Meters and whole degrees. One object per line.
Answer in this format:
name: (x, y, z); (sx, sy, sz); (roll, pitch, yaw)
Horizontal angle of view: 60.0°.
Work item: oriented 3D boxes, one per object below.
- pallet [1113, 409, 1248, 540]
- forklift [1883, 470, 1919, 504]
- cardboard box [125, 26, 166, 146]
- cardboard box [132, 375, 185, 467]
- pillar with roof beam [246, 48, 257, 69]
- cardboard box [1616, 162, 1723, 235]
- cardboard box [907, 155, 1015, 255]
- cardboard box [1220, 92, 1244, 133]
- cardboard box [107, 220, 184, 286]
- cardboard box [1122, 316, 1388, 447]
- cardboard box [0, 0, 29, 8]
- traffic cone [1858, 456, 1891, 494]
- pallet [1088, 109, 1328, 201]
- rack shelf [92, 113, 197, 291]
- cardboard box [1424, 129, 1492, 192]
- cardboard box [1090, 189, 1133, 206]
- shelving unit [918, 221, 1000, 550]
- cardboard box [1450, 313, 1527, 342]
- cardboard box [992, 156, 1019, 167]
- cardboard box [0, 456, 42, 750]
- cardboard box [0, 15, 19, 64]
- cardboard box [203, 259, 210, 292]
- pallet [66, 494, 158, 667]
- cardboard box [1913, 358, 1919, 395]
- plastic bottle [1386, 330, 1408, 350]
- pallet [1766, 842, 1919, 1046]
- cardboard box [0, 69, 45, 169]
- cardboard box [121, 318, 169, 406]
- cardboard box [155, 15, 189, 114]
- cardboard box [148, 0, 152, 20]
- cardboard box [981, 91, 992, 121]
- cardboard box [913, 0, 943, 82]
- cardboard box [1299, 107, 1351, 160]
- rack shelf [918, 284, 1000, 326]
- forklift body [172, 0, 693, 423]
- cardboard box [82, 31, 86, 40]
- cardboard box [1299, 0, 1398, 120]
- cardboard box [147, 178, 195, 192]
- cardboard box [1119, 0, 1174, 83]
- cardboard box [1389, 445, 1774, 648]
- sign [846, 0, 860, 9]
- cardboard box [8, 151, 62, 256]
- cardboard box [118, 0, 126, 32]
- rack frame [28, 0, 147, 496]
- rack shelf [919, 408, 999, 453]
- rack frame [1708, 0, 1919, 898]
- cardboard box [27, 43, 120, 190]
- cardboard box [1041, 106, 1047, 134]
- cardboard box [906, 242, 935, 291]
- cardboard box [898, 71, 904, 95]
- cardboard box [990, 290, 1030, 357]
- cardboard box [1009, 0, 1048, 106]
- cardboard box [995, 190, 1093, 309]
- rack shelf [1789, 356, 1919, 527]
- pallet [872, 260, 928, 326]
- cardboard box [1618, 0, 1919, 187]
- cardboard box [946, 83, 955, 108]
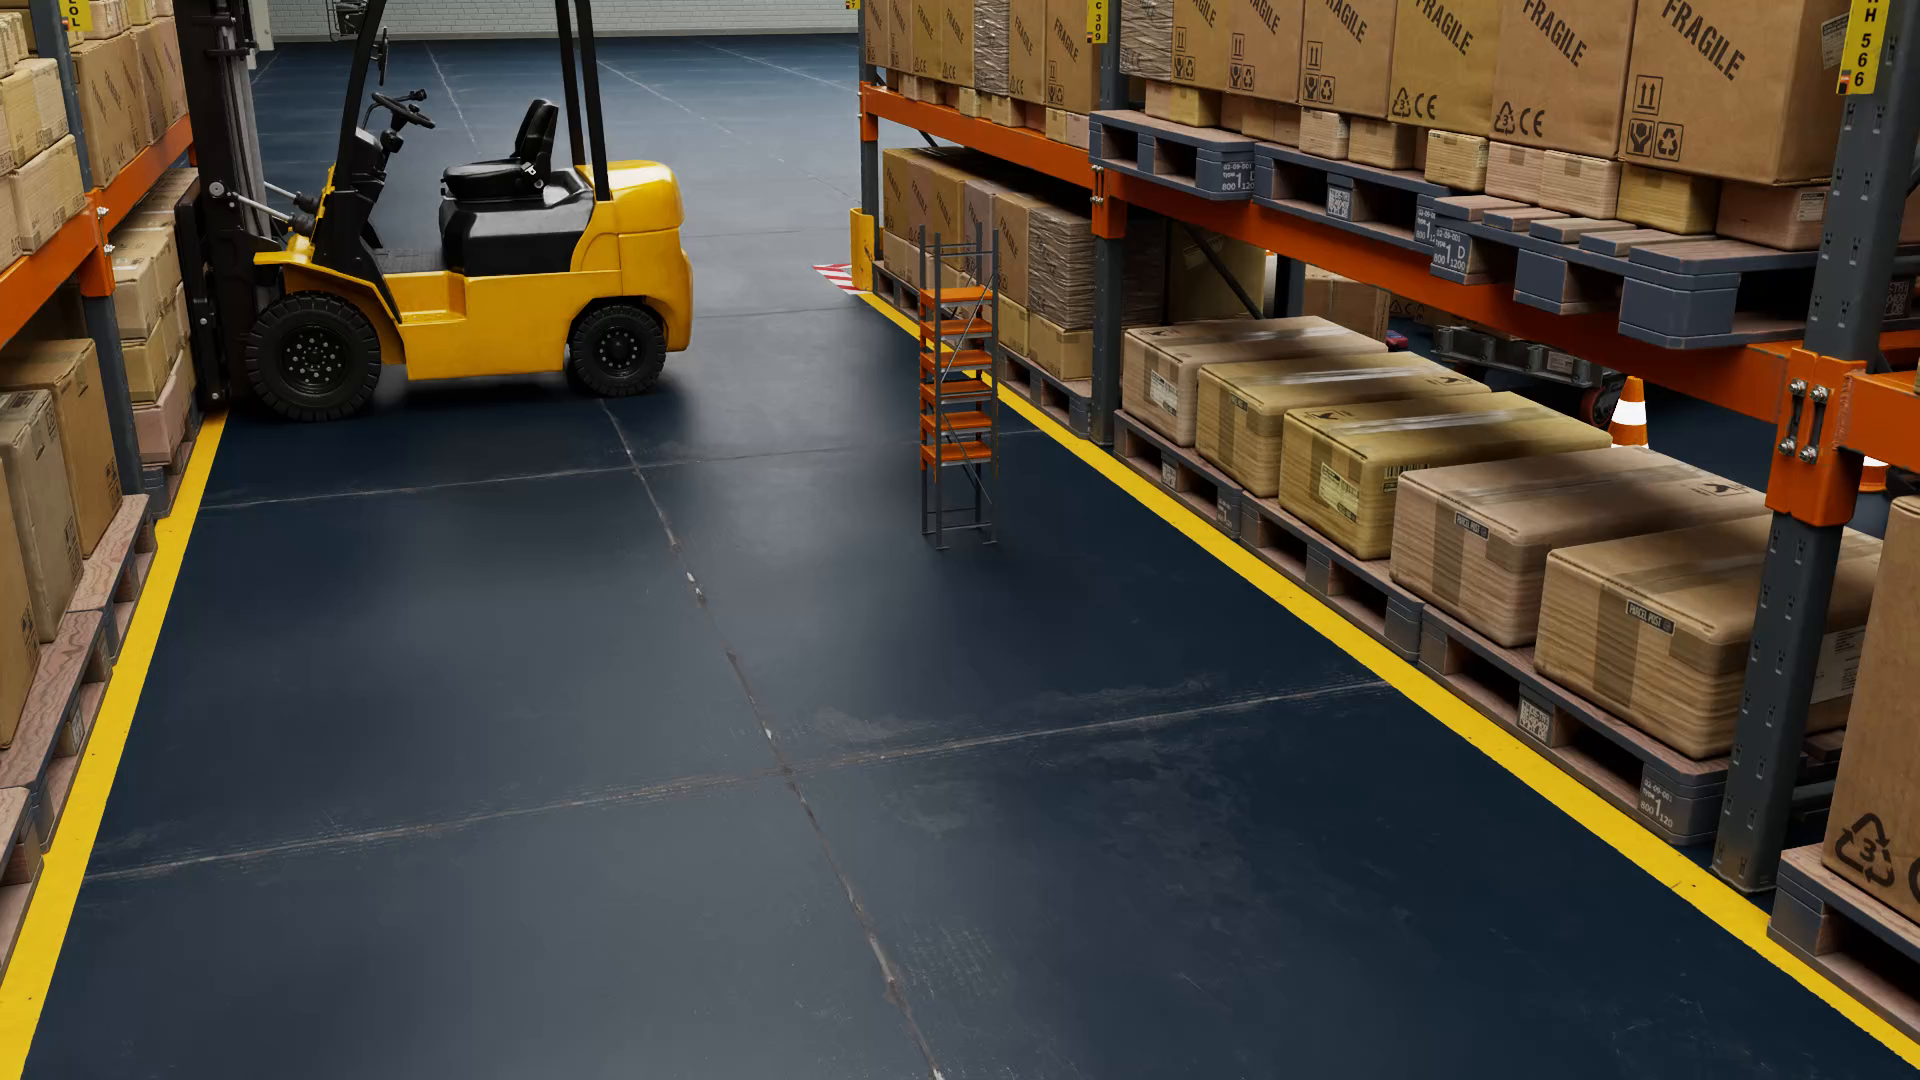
pallet: (1.340, -0.343, 7.059); (1.003, 0.211, 1.213); (-6, 21, -17)
forklift: (4.260, -1.369, 5.892); (1.130, 2.935, 3.031); (3, 20, 9)
cardboard box: (-3.986, -2.085, 7.636); (0.500, 0.500, 0.500); (-6, 21, -17)
cardboard box: (-3.455, -0.470, 6.735); (0.500, 0.250, 0.500); (-6, 21, -17)
pillar with roof beam: (-8.968, -13.323, 30.198); (9.100, 9.000, 0.400); (-6, 21, -17)
cardboard box: (1.872, -0.859, 4.122); (0.380, 0.149, 0.250); (-6, 21, -16)
cardboard box: (0.004, -1.982, 9.834); (0.500, 0.500, 0.500); (-7, 21, -19)
cardboard box: (1.199, -1.610, 6.211); (0.380, 0.149, 0.250); (-5, 20, -14)
cardboard box: (-3.790, -1.263, 7.462); (0.500, 0.250, 0.500); (-6, 21, -15)
cardboard box: (1.261, -0.698, 7.188); (0.950, 0.372, 0.625); (-6, 21, -17)
cardboard box: (-3.436, -2.003, 6.007); (0.380, 0.149, 0.250); (-6, 21, -16)
traffic cone: (3.853, -0.475, 7.055); (0.336, 0.463, 0.334); (-6, 21, -17)
pallet: (1.196, -1.554, 6.589); (1.003, 0.211, 1.213); (-6, 21, -17)
rack shelf: (-4.246, -1.680, 7.720); (1.077, 0.370, 4.000); (-6, 21, -17)
cardboard box: (1.579, -1.104, 4.803); (0.380, 0.149, 0.250); (-6, 21, -16)
cardboard box: (0.985, -1.550, 8.632); (0.500, 0.500, 0.500); (-6, 20, -15)
shelving unit: (-0.005, -0.569, 6.227); (0.258, 1.200, 0.189); (-6, 21, -17)
cardboard box: (2.774, -1.284, 8.131); (0.500, 0.500, 0.500); (-6, 21, -17)
cardboard box: (0.503, -2.049, 10.020); (0.500, 0.500, 0.500); (-6, 21, -15)
cardboard box: (-2.968, 0.201, 4.312); (0.875, 0.625, 0.625); (-7, 21, -19)
cardboard box: (-3.201, -1.562, 5.220); (0.380, 0.149, 0.250); (-7, 21, -18)
cardboard box: (-4.095, -1.350, 8.445); (0.500, 0.250, 0.500); (-7, 21, -18)
pallet: (-3.348, 0.168, 5.636); (1.003, 0.211, 1.213); (-6, 21, -17)
cardboard box: (2.266, -0.367, 3.223); (0.500, 0.250, 0.500); (-7, 21, -18)
plastic bottle: (2.469, -1.135, 9.487); (0.133, 0.061, 0.283); (-3, 20, -8)
pallet: (2.527, 0.952, 3.454); (1.003, 0.211, 1.213); (-6, 21, -17)
cardboard box: (-3.052, -1.246, 4.931); (0.500, 0.250, 0.500); (-7, 21, -19)
cardboard box: (-3.476, -0.703, 6.644); (0.500, 0.250, 0.500); (-6, 21, -17)
cardboard box: (-4.470, -2.577, 9.006); (0.500, 0.500, 0.500); (-7, 21, -18)
cardboard box: (-4.172, -2.601, 8.113); (0.380, 0.149, 0.250); (-7, 21, -19)
cardboard box: (0.329, -2.268, 8.666); (0.380, 0.149, 0.250); (-7, 21, -18)
cardboard box: (0.049, -2.865, 9.367); (0.500, 0.500, 0.500); (-7, 21, -18)
cardboard box: (1.351, -1.352, 5.494); (0.380, 0.149, 0.250); (-6, 20, -15)
rack shelf: (-0.005, -0.866, 6.120); (0.258, 0.103, 0.180); (-6, 21, -17)
forklift body: (-2.546, -1.846, 8.374); (2.313, 2.155, 1.214); (-6, 21, -17)
cardboard box: (-3.659, -2.023, 6.503); (0.380, 0.149, 0.250); (-6, 21, -17)
cardboard box: (1.441, -1.624, 5.292); (0.500, 0.500, 0.500); (-7, 21, -19)
cardboard box: (-4.267, -1.756, 8.836); (0.500, 0.250, 0.500); (-6, 21, -16)
cardboard box: (0.969, -2.109, 6.641); (0.500, 0.500, 0.500); (-6, 21, -16)
cardboard box: (1.943, -0.001, 5.247); (0.950, 0.372, 0.625); (-7, 21, -18)
sign: (-0.678, -3.538, 10.550); (0.100, 0.325, 0.005); (-6, 21, -17)
cardboard box: (-3.047, -1.011, 5.016); (0.500, 0.250, 0.500); (-7, 21, -18)
cardboard box: (-3.843, -2.273, 7.199); (0.380, 0.149, 0.250); (-7, 21, -19)
rack frame: (-3.617, -1.376, 5.811); (1.000, 3.000, 0.127); (-6, 21, -17)
rack shelf: (-0.005, -0.415, 6.282); (0.258, 0.103, 0.180); (-6, 21, -17)
rack frame: (2.351, -0.621, 3.709); (1.000, 3.000, 0.127); (-6, 21, -17)
cardboard box: (-3.509, -1.594, 6.268); (0.500, 0.500, 0.500); (-7, 21, -19)
cardboard box: (0.611, -2.029, 7.999); (0.380, 0.149, 0.250); (-6, 21, -17)
cardboard box: (-0.019, -1.639, 9.990); (0.500, 0.250, 0.500); (-6, 21, -15)
cardboard box: (-0.154, -2.766, 10.052); (0.380, 0.149, 0.250); (-7, 21, -19)
cardboard box: (0.476, -1.140, 8.598); (0.500, 0.250, 0.500); (-7, 21, -19)
cardboard box: (0.550, -2.373, 7.997); (0.500, 0.500, 0.500); (-6, 21, -15)
cardboard box: (0.492, -1.486, 8.453); (0.500, 0.500, 0.500); (-6, 21, -16)
rack shelf: (2.980, 0.359, 2.044); (1.077, 0.370, 4.000); (-6, 21, -17)
pallet: (0.082, -1.587, 10.524); (1.003, 0.211, 1.213); (-6, 21, -17)
cardboard box: (1.944, -1.122, 3.895); (0.500, 0.500, 0.500); (-7, 21, -19)
cardboard box: (0.136, -2.522, 9.372); (0.380, 0.149, 0.250); (-6, 21, -15)
